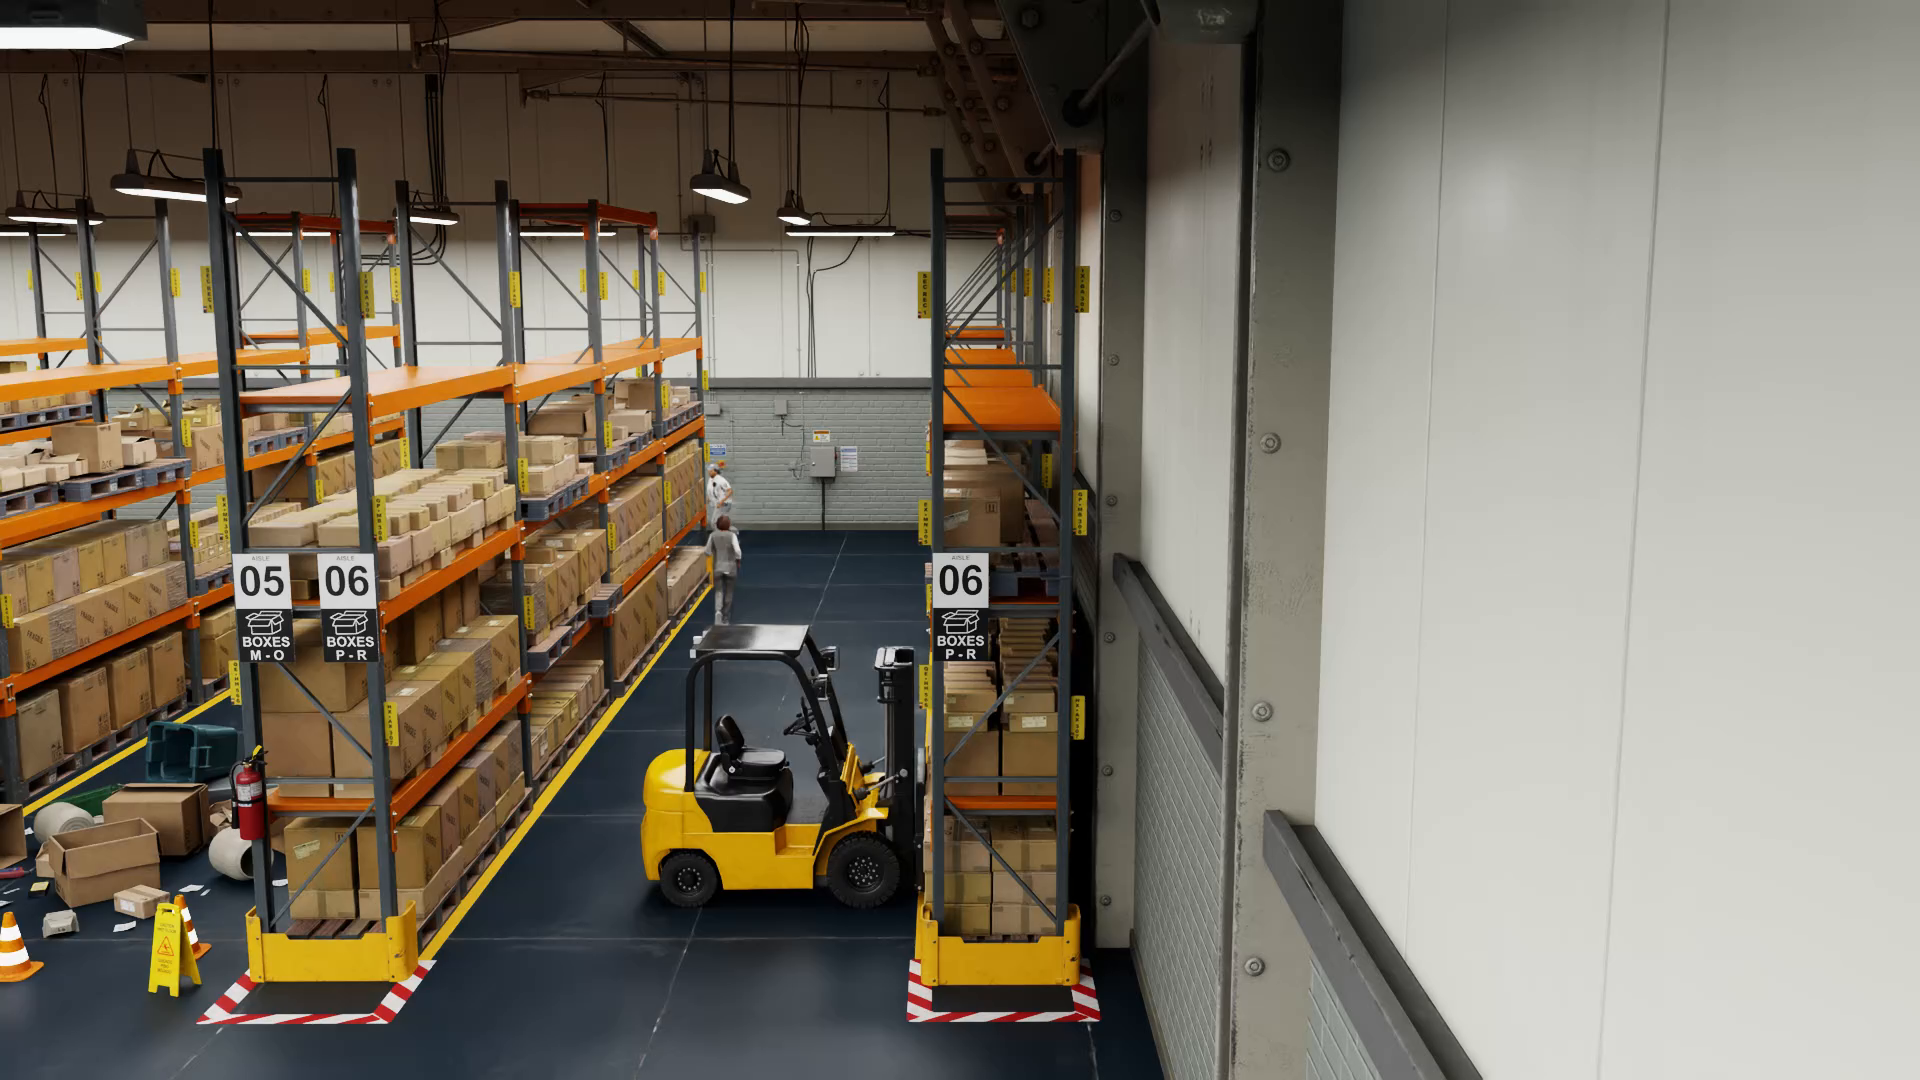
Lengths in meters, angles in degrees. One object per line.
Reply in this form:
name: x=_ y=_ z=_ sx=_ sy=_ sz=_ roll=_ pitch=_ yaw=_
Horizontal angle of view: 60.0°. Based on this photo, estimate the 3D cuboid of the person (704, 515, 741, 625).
person: x=-3.262 y=0.432 z=22.987 sx=0.529 sy=1.574 sz=0.615 roll=0 pitch=9 yaw=1

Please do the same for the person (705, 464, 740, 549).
person: x=-4.489 y=-0.658 z=31.546 sx=0.728 sy=1.618 sz=0.589 roll=-6 pitch=11 yaw=-35
